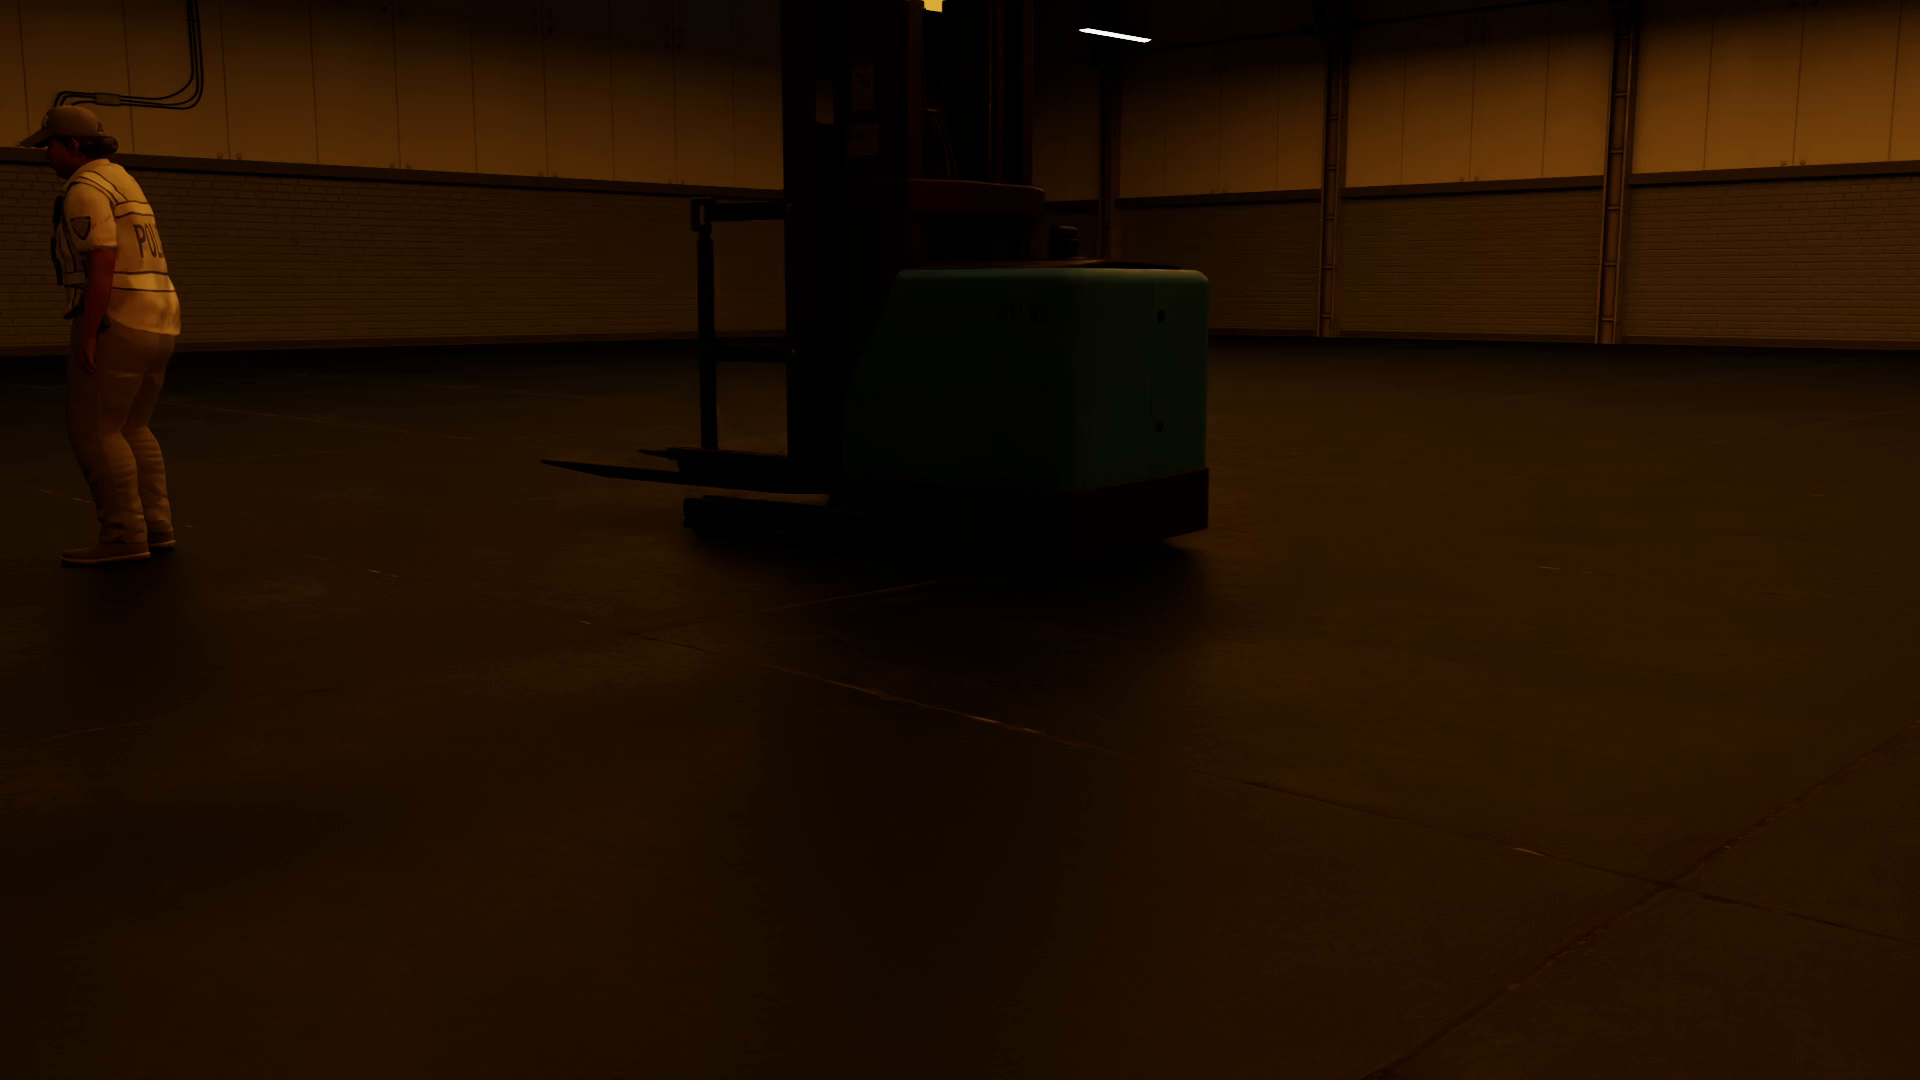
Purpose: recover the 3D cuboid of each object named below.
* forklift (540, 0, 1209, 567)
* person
[{"bbox_3d":[-0.515,-1.502,6.847,3.031,2.935,1.130,6,11,36],"label":"forklift"},{"bbox_3d":[-3.165,-0.759,6.178,0.470,1.664,0.547,-1,9,-8],"label":"person"}]
